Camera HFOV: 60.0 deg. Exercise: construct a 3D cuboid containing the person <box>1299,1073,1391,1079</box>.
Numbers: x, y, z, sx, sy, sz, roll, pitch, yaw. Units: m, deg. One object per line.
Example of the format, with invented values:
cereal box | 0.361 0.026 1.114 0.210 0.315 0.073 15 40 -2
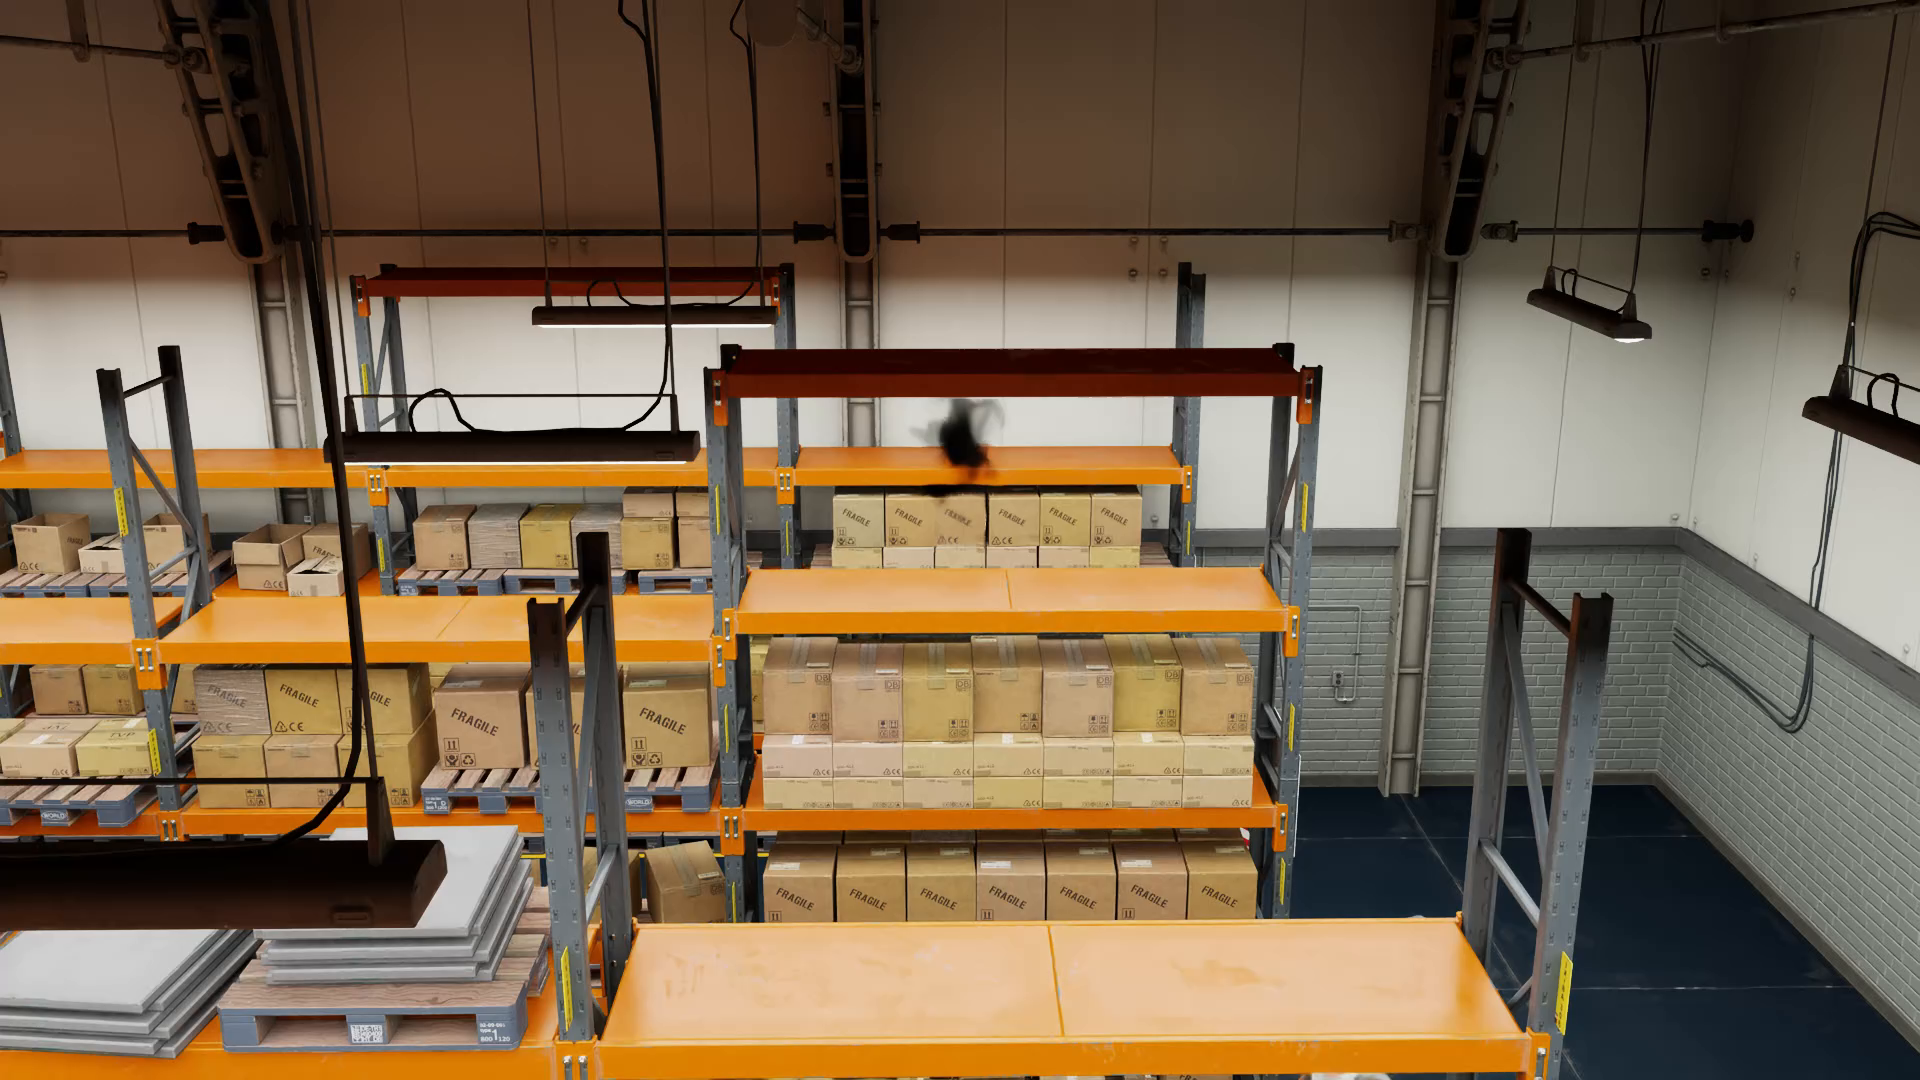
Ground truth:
person | 2.583 4.057 11.380 1.001 1.737 0.681 -12 20 -36
